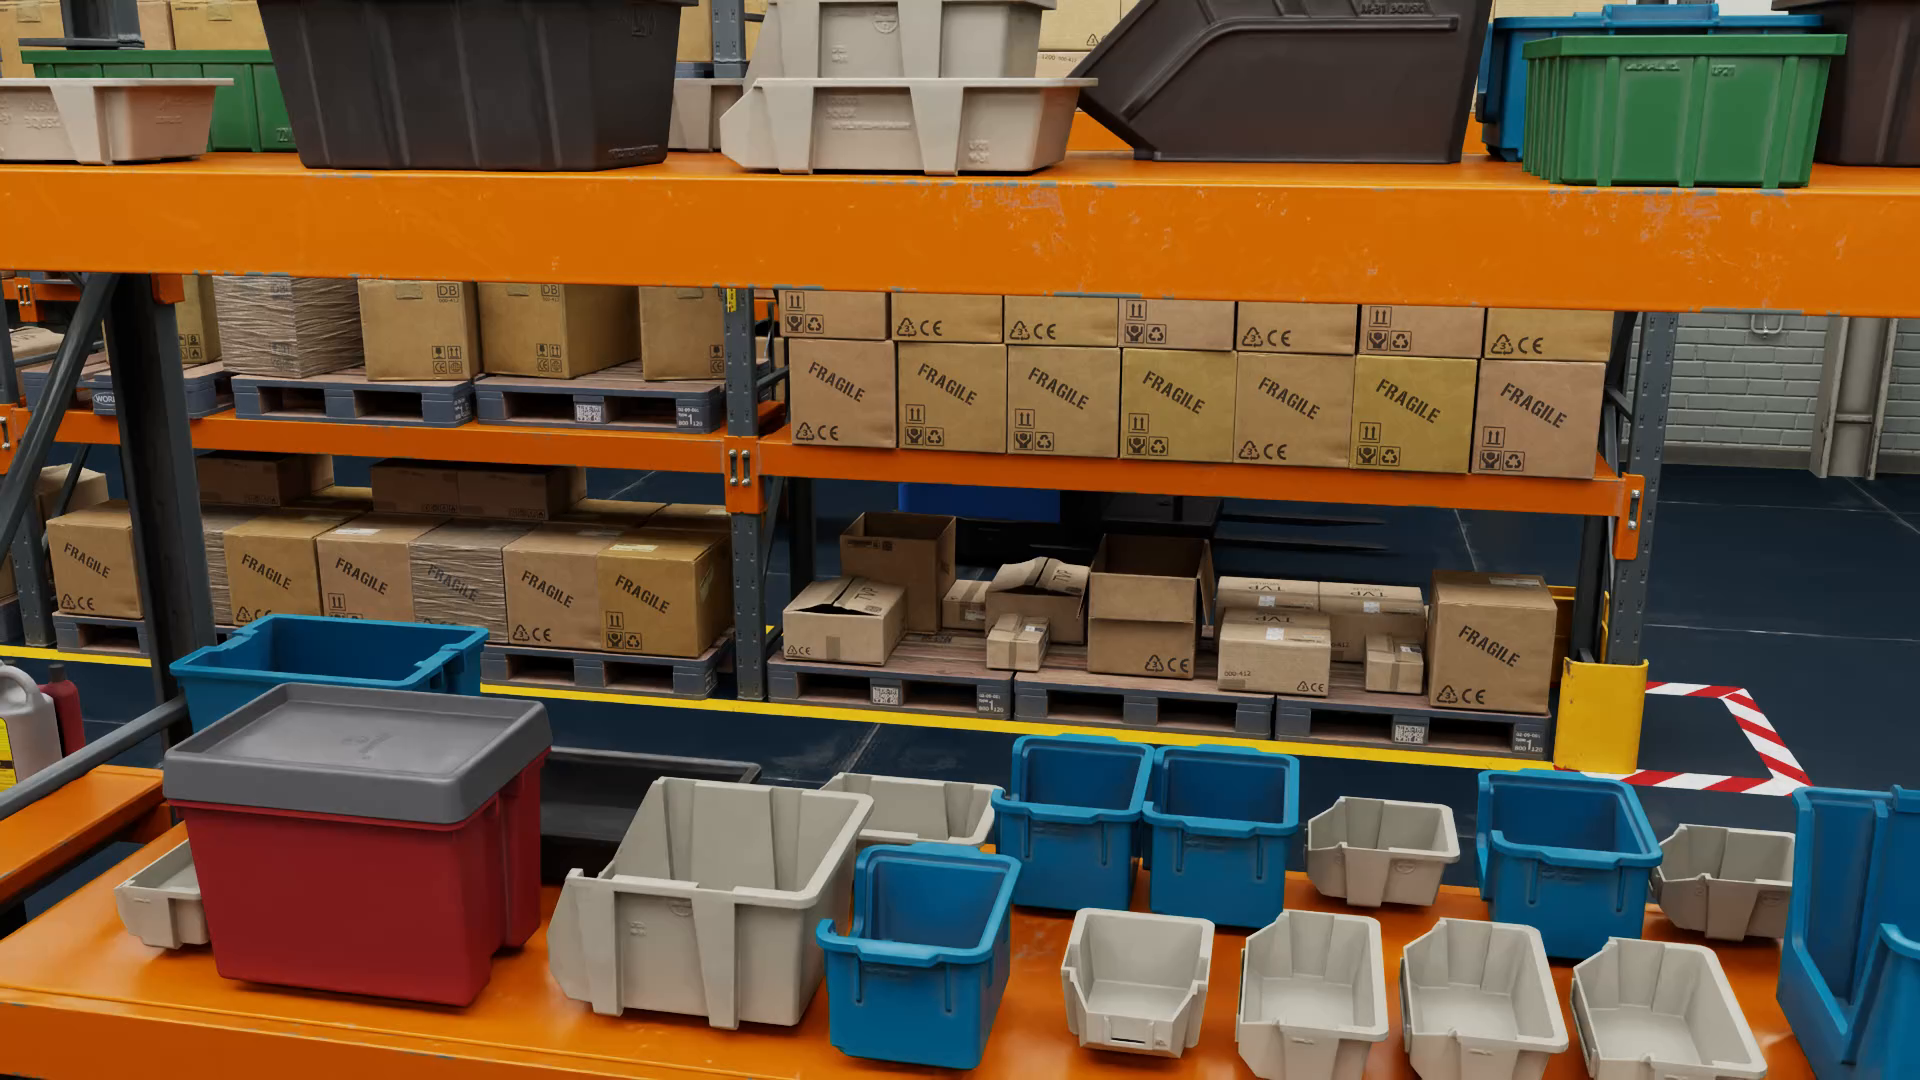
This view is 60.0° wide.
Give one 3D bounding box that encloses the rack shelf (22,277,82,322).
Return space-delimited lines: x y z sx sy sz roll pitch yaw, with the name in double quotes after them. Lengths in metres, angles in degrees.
-5.827 -2.054 14.136 4.000 0.370 1.077 3 16 11 "rack shelf"

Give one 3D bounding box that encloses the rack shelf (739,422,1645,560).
1.029 -0.332 7.921 4.000 0.370 1.077 3 16 11 "rack shelf"

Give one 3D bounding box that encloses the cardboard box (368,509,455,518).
-2.864 0.037 9.099 0.500 0.500 0.500 3 16 9 "cardboard box"

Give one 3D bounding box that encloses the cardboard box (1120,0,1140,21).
0.964 -2.227 7.136 0.500 0.250 0.500 3 16 11 "cardboard box"

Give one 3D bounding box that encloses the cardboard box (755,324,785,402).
-1.482 -1.295 13.289 0.750 0.750 0.750 4 16 13 "cardboard box"

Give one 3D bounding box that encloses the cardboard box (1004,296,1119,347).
0.484 -1.162 7.508 0.500 0.500 0.500 3 16 9 "cardboard box"

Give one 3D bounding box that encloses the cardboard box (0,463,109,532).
-5.305 -0.251 9.591 0.500 0.311 0.500 4 16 13 "cardboard box"

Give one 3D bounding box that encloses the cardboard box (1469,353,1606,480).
2.496 -0.574 7.256 0.500 0.500 0.500 4 16 13 "cardboard box"

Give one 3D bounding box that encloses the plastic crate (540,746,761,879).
-0.771 0.603 3.599 0.590 0.125 0.437 3 16 11 "plastic crate"

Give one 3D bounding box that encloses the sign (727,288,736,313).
-1.038 -1.198 7.529 0.005 0.325 0.100 3 16 11 "sign"

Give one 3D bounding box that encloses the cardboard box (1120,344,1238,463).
1.005 -0.655 7.550 0.500 0.500 0.500 3 16 10 "cardboard box"

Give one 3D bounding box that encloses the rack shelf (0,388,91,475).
-6.810 -0.758 9.457 4.000 0.370 1.077 3 16 11 "rack shelf"

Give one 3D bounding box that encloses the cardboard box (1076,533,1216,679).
0.912 0.304 8.127 0.637 0.503 0.797 3 16 11 "cardboard box"

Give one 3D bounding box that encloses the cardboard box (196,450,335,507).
-3.831 -0.377 9.187 0.500 0.250 0.500 4 16 13 "cardboard box"

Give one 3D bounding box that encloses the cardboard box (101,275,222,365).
-4.211 -1.245 8.893 0.500 0.500 0.700 -2 16 -8 "cardboard box"

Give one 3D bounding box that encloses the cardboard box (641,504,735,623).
-1.356 0.118 8.807 0.500 0.500 0.500 2 16 9 "cardboard box"

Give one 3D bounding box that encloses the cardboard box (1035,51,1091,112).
0.476 -2.014 7.304 0.500 0.250 0.500 3 16 11 "cardboard box"

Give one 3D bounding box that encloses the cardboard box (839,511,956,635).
-0.316 0.163 8.642 0.500 0.500 0.500 3 16 11 "cardboard box"

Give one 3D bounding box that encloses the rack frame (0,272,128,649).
-4.850 -0.998 8.977 0.127 3.000 1.000 3 16 11 "rack frame"

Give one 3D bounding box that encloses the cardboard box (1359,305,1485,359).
2.003 -1.081 7.216 0.500 0.500 0.500 4 16 13 "cardboard box"

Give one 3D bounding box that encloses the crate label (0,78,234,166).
-1.499 -0.707 2.800 0.466 0.136 0.293 3 16 11 "crate label"

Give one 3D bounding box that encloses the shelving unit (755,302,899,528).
-0.818 -0.778 10.990 1.083 1.500 0.587 4 16 13 "shelving unit"

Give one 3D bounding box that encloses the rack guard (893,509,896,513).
-0.333 -0.145 11.048 0.087 0.250 0.587 4 16 13 "rack guard"

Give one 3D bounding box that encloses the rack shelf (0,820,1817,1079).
0.039 0.963 3.244 4.000 0.370 1.077 3 16 11 "rack shelf"

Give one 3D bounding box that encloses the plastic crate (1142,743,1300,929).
0.532 0.605 3.389 0.300 0.233 0.416 3 16 11 "plastic crate"

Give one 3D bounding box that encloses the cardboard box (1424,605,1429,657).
2.402 0.455 8.213 0.250 0.166 0.380 3 16 11 "cardboard box"

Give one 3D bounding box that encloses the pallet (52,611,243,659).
-4.126 0.395 9.170 1.213 0.211 1.003 3 16 11 "pallet"

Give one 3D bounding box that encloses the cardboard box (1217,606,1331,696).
1.482 0.517 7.831 0.500 0.250 0.500 3 16 11 "cardboard box"

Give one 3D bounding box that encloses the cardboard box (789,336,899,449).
-0.485 -0.735 7.840 0.500 0.500 0.500 4 16 13 "cardboard box"

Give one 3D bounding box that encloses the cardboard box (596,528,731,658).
-1.471 0.256 8.308 0.500 0.500 0.500 3 16 11 "cardboard box"

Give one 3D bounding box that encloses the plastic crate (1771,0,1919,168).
1.677 -0.753 2.718 0.590 0.269 0.497 3 16 11 "plastic crate"

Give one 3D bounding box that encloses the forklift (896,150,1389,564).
1.171 -1.325 10.286 3.031 2.935 1.130 4 16 13 "forklift"

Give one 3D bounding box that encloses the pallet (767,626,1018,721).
-0.258 0.595 8.448 1.213 0.211 1.003 3 16 11 "pallet"

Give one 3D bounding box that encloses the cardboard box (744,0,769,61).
-1.346 -3.876 12.734 0.500 0.500 0.700 3 16 10 "cardboard box"

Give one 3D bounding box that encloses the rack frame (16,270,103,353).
-7.787 -2.507 14.424 0.127 3.000 1.000 3 16 11 "rack frame"

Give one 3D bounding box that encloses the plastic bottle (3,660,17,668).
-2.326 0.428 4.046 0.133 0.283 0.061 3 16 11 "plastic bottle"

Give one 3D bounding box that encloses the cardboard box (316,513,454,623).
-2.944 0.174 8.603 0.500 0.500 0.500 3 16 9 "cardboard box"

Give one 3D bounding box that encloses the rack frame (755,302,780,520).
-1.321 -0.809 11.104 0.032 1.500 0.500 4 16 13 "rack frame"

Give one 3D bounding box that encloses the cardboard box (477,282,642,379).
-2.037 -1.140 8.514 0.500 0.500 0.700 6 16 20 "cardboard box"

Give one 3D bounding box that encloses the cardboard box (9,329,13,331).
-5.688 -1.054 9.343 0.500 0.311 0.500 3 16 10 "cardboard box"

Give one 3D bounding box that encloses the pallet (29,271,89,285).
-7.067 -2.336 14.165 1.213 0.211 1.003 3 16 11 "pallet"

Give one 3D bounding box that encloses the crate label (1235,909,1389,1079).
0.604 0.797 2.876 0.243 0.136 0.396 3 16 11 "crate label"

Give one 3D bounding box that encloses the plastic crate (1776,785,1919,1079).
1.633 0.708 2.639 0.499 0.435 0.616 3 16 11 "plastic crate"

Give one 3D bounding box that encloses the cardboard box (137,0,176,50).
-3.916 -2.451 8.413 0.500 0.500 0.910 3 16 11 "cardboard box"

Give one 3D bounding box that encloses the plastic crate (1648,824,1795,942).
1.524 0.683 3.289 0.298 0.136 0.250 3 16 11 "plastic crate"

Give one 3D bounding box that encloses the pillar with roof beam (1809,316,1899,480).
5.933 -3.716 7.551 0.400 9.000 9.100 3 16 11 "pillar with roof beam"

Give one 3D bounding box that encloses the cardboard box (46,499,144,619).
-4.461 0.093 8.895 0.500 0.500 0.500 4 16 13 "cardboard box"

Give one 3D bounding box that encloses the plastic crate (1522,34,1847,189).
0.975 -0.598 2.311 0.336 0.188 0.450 3 16 11 "plastic crate"

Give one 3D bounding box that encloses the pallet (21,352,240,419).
-4.172 -0.888 8.939 1.003 0.211 1.213 3 16 11 "pallet"

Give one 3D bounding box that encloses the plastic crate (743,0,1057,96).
-0.112 -0.864 3.096 0.530 0.282 0.437 3 16 11 "plastic crate"
